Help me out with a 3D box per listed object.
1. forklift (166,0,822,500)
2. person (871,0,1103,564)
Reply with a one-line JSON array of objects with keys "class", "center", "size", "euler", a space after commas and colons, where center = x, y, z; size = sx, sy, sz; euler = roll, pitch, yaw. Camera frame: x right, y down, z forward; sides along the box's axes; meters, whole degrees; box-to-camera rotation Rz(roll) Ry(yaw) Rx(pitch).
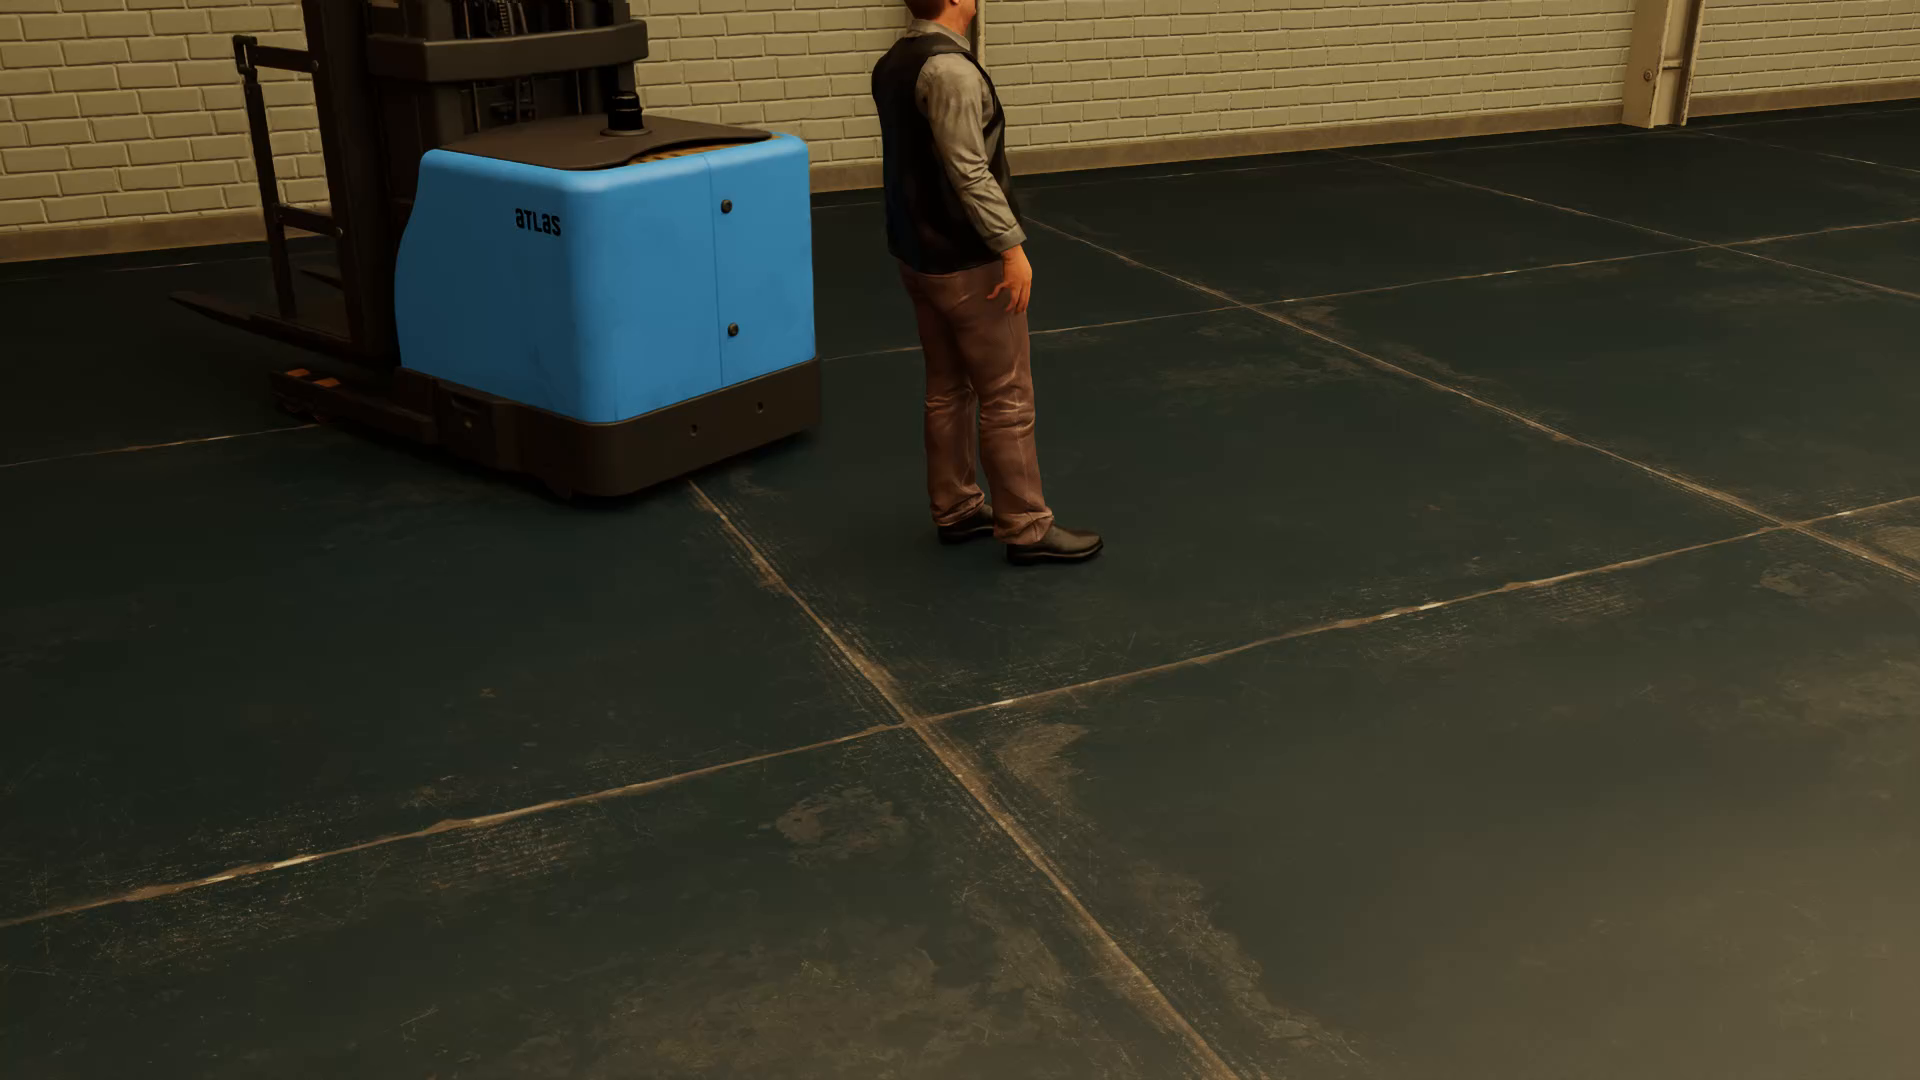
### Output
[{"class": "forklift", "center": [-1.962, -1.925, 5.921], "size": [3.031, 2.935, 1.130], "euler": [17, 28, 35]}, {"class": "person", "center": [0.059, -0.809, 4.791], "size": [0.568, 1.720, 0.632], "euler": [-10, 25, -23]}]
